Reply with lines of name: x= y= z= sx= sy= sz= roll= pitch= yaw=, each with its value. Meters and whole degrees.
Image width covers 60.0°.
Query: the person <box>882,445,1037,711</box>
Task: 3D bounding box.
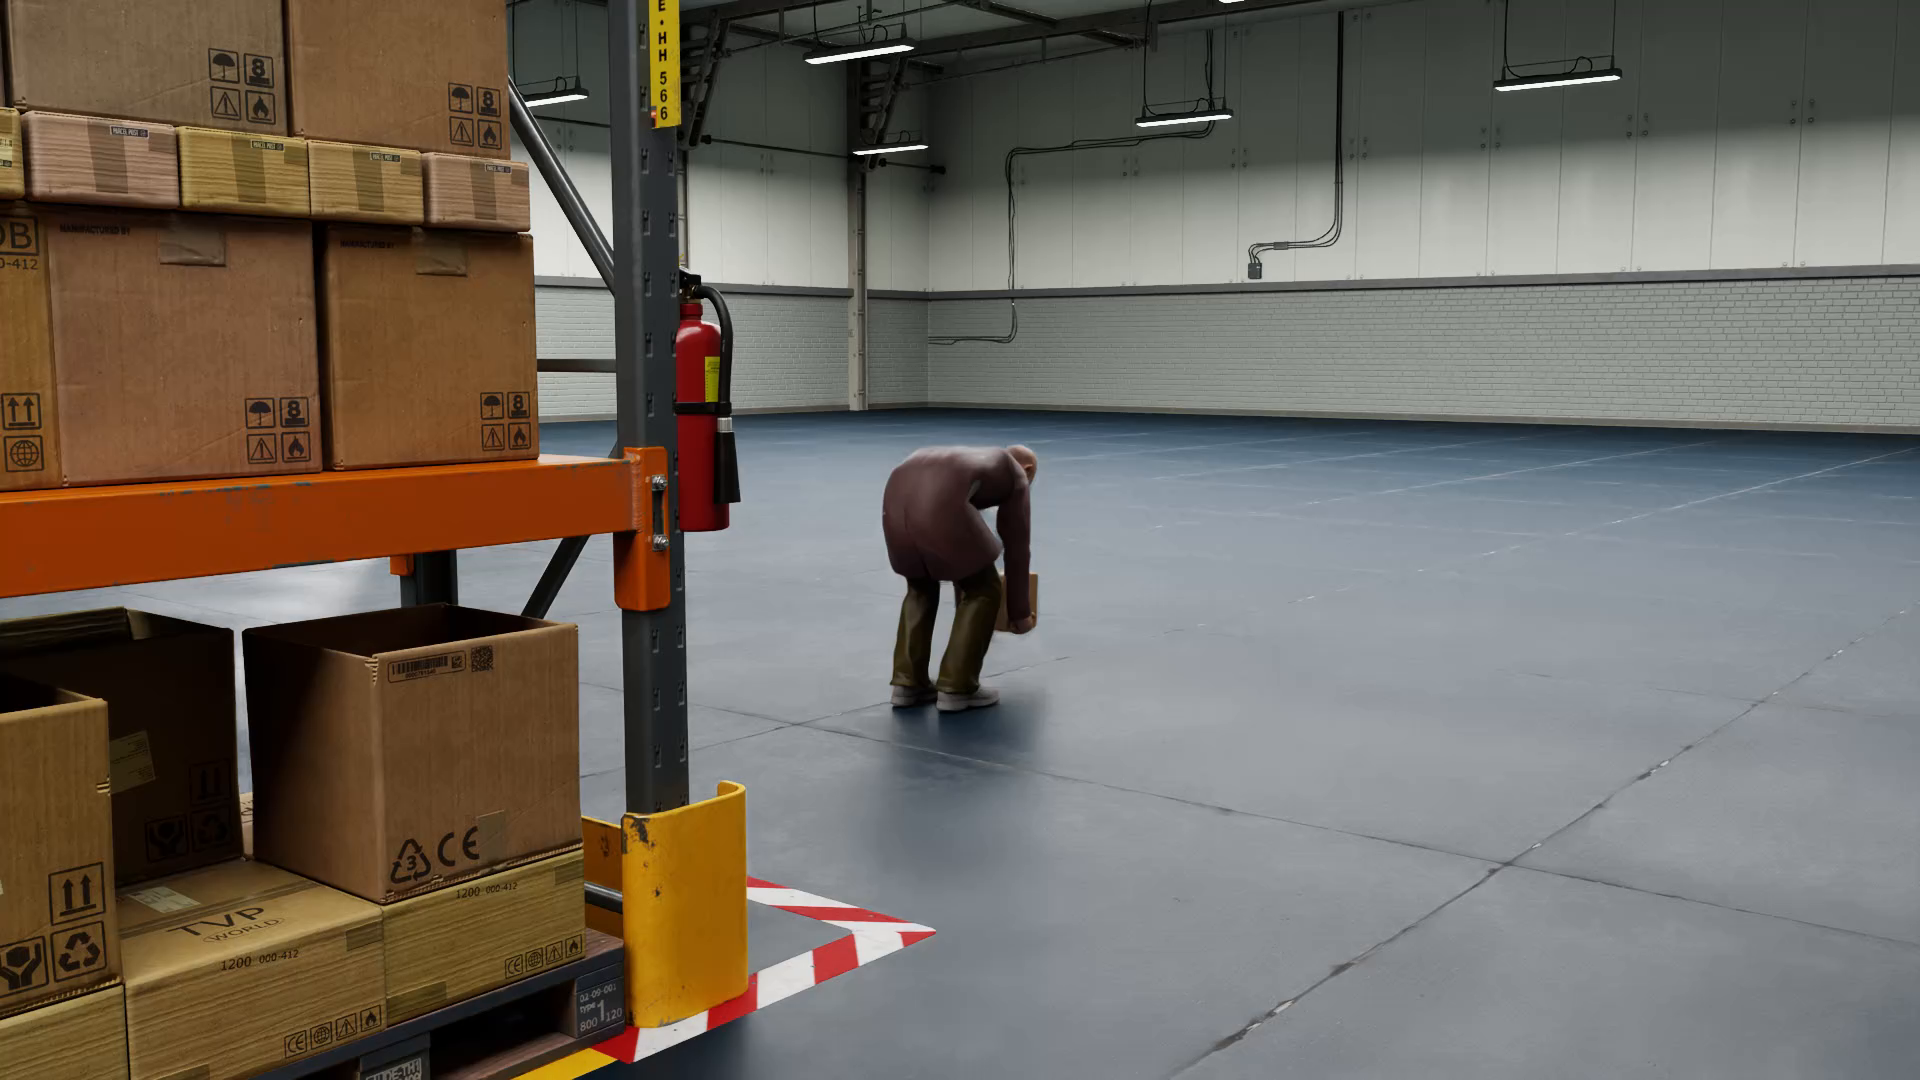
person: x=0.042 y=0.139 z=7.378 sx=0.564 sy=1.140 sz=0.948 roll=5 pitch=8 yaw=36
